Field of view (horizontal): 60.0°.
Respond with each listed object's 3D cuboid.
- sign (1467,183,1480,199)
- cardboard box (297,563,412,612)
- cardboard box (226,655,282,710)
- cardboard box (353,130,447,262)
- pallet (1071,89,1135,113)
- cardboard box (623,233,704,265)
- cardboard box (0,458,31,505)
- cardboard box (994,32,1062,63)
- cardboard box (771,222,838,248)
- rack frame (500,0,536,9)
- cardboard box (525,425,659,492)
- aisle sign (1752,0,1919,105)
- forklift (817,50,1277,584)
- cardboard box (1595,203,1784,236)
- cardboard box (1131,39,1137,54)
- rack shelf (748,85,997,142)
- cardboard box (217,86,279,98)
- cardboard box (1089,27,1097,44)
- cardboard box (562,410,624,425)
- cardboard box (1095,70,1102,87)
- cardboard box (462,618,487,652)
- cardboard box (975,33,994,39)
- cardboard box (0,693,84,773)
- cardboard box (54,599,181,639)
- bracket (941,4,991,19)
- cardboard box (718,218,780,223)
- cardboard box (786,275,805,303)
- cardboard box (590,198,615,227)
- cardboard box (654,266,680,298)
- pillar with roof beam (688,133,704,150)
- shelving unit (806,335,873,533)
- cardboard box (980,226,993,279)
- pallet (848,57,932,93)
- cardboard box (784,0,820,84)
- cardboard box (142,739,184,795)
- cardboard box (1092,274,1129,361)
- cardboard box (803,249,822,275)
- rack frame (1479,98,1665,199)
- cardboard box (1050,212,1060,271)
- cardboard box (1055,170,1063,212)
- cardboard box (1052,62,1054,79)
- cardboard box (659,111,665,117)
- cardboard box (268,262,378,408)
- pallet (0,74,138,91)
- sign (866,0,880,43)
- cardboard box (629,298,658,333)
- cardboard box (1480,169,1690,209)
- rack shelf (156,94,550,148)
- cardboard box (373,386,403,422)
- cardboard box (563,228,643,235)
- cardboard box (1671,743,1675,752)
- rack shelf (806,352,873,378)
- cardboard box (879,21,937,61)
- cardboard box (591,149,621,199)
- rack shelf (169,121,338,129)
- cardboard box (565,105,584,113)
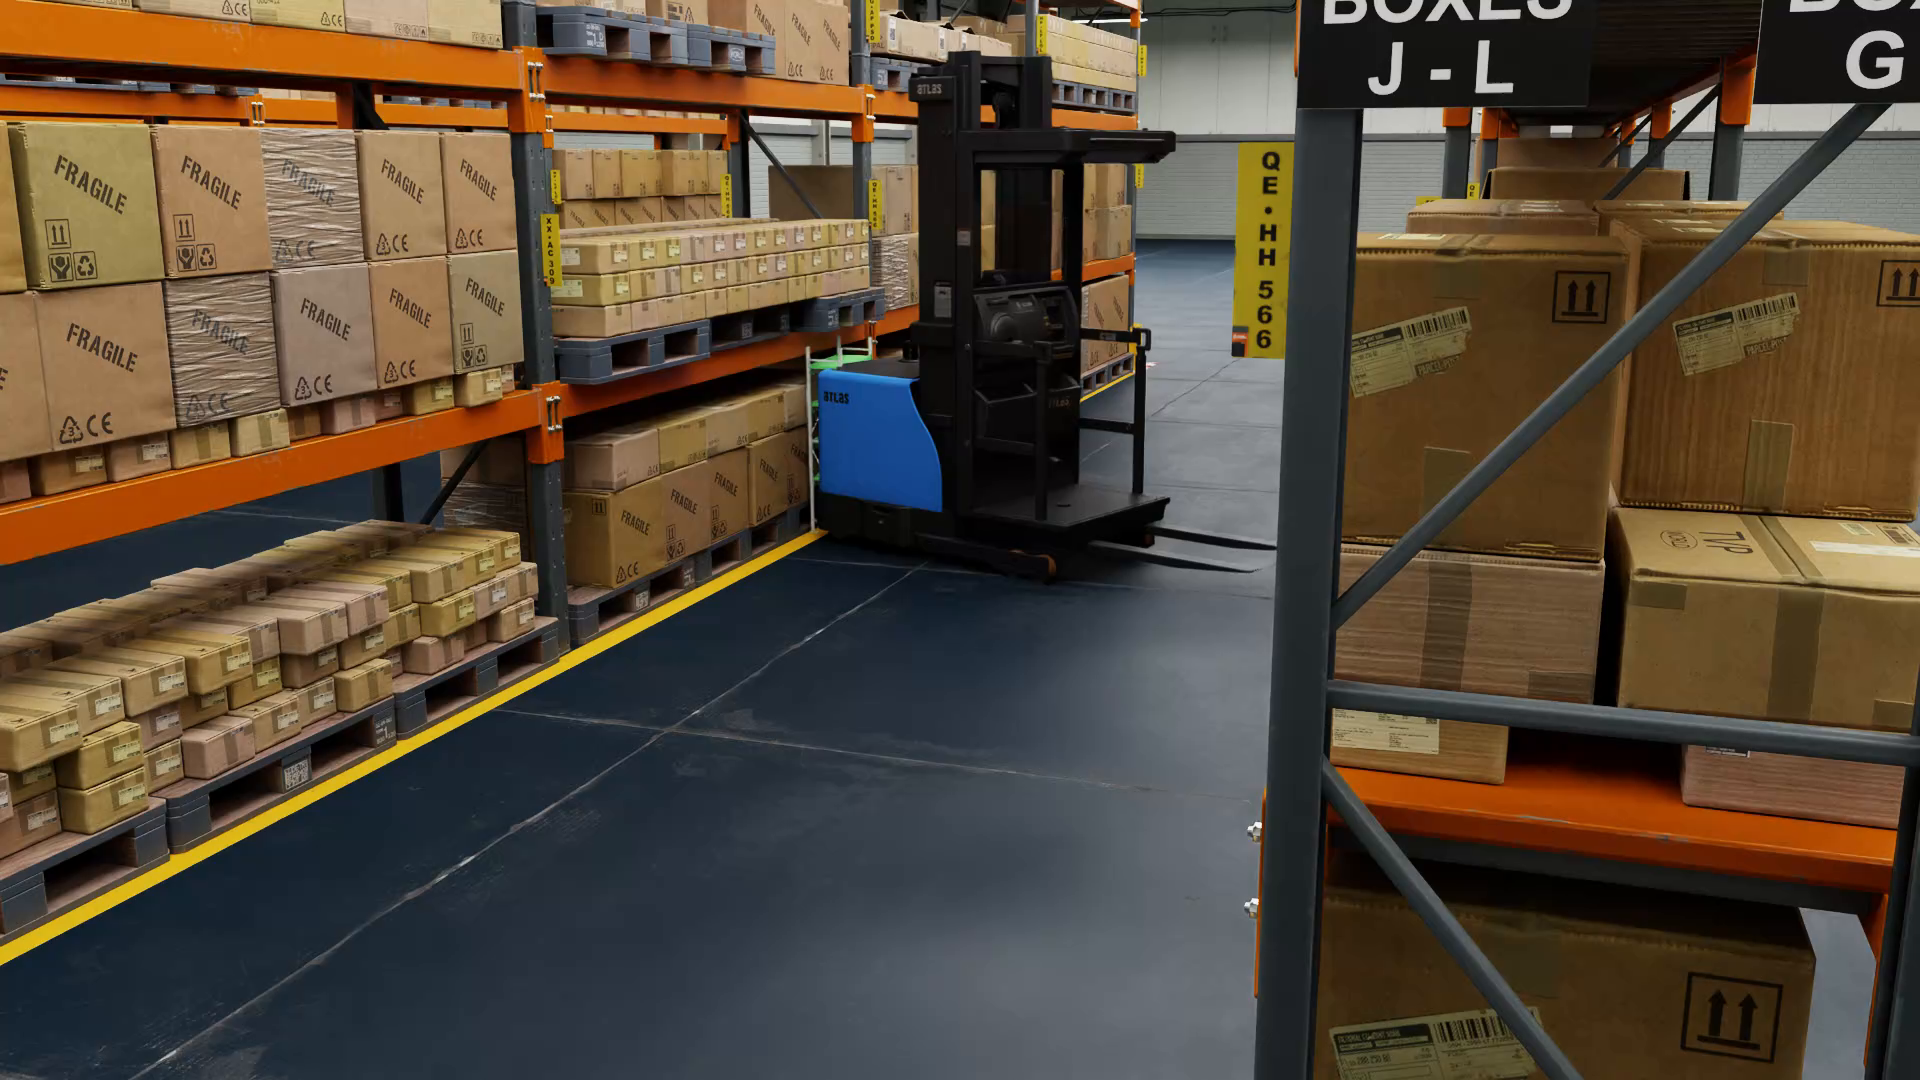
[{"bbox_3d":[3.052,-1.966,9.935,0.100,0.325,0.005,4,14,18],"label":"sign"},{"bbox_3d":[-2.532,0.208,6.960,0.380,0.149,0.250,5,14,20],"label":"cardboard box"},{"bbox_3d":[-2.804,0.515,6.286,0.380,0.149,0.250,5,14,21],"label":"cardboard box"},{"bbox_3d":[-2.445,-1.393,6.708,0.500,0.500,0.500,4,13,17],"label":"cardboard box"},{"bbox_3d":[1.266,-4.728,17.919,1.003,0.211,1.213,4,14,18],"label":"pallet"},{"bbox_3d":[-1.571,-1.526,8.719,0.380,0.149,0.250,4,14,18],"label":"cardboard box"},{"bbox_3d":[-3.131,-0.193,5.156,0.380,0.149,0.250,5,14,21],"label":"cardboard box"},{"bbox_3d":[0.625,-4.494,15.195,0.500,0.250,0.500,4,14,19],"label":"cardboard box"},{"bbox_3d":[-0.985,-1.909,10.397,0.380,0.149,0.250,5,14,20],"label":"cardboard box"},{"bbox_3d":[-2.387,-3.864,7.193,1.000,3.000,0.127,4,14,18],"label":"rack frame"},{"bbox_3d":[-1.897,-0.427,8.607,0.500,0.250,0.500,4,13,16],"label":"cardboard box"},{"bbox_3d":[1.240,-0.949,2.063,0.394,0.787,0.004,4,14,18],"label":"aisle sign"},{"bbox_3d":[0.562,-1.314,9.660,3.031,2.935,1.130,10,16,38],"label":"forklift"},{"bbox_3d":[2.212,-0.777,5.134,0.500,0.500,0.500,4,14,19],"label":"cardboard box"},{"bbox_3d":[1.708,-5.352,18.061,0.380,0.149,0.250,4,14,19],"label":"cardboard box"},{"bbox_3d":[-0.445,-3.314,13.142,1.077,0.370,4.000,4,14,18],"label":"rack shelf"},{"bbox_3d":[-5.546,-3.510,12.950,0.380,0.149,0.250,4,14,18],"label":"cardboard box"},{"bbox_3d":[1.133,-4.978,16.420,0.380,0.149,0.250,4,14,18],"label":"cardboard box"},{"bbox_3d":[-2.206,-0.573,9.246,0.500,0.250,0.500,5,14,21],"label":"cardboard box"},{"bbox_3d":[1.215,-4.644,16.747,0.380,0.149,0.250,5,14,19],"label":"cardboard box"},{"bbox_3d":[-2.354,0.402,7.449,0.380,0.149,0.250,5,14,20],"label":"cardboard box"},{"bbox_3d":[0.118,-4.533,15.368,0.500,0.250,0.500,4,14,18],"label":"cardboard box"},{"bbox_3d":[-3.012,0.602,5.236,0.380,0.149,0.250,4,14,18],"label":"cardboard box"},{"bbox_3d":[-3.224,0.341,6.379,0.380,0.149,0.250,4,14,19],"label":"cardboard box"},{"bbox_3d":[0.078,-14.416,45.338,0.076,0.066,4.783,4,14,18],"label":"bracket"},{"bbox_3d":[-1.427,-2.069,11.097,0.380,0.149,0.250,4,14,18],"label":"cardboard box"},{"bbox_3d":[-1.152,-1.511,9.989,0.380,0.149,0.250,4,13,16],"label":"cardboard box"},{"bbox_3d":[-3.968,-3.332,17.453,0.500,0.500,0.500,4,14,18],"label":"cardboard box"},{"bbox_3d":[-1.659,-1.325,8.505,0.380,0.149,0.250,5,14,20],"label":"cardboard box"},{"bbox_3d":[-1.040,-9.217,30.648,9.100,9.000,0.400,4,14,18],"label":"pillar with roof beam"},{"bbox_3d":[-0.762,-0.680,10.710,0.258,1.200,0.503,5,16,19],"label":"shelving unit"},{"bbox_3d":[-0.041,-2.330,13.732,0.500,0.500,0.500,5,14,19],"label":"cardboard box"},{"bbox_3d":[-0.934,-3.291,11.849,1.213,0.211,1.003,5,14,21],"label":"pallet"},{"bbox_3d":[-1.186,-3.048,10.134,0.500,0.500,0.500,4,14,18],"label":"cardboard box"},{"bbox_3d":[-2.949,0.781,5.789,0.380,0.149,0.250,4,14,19],"label":"cardboard box"},{"bbox_3d":[1.339,-2.487,18.474,0.875,0.875,0.875,4,14,19],"label":"cardboard box"},{"bbox_3d":[-1.070,-1.707,10.179,0.380,0.149,0.250,4,14,19],"label":"cardboard box"},{"bbox_3d":[3.568,-1.403,9.893,1.000,3.000,0.127,4,14,18],"label":"rack frame"},{"bbox_3d":[0.466,-2.892,16.083,0.875,0.550,0.550,4,14,18],"label":"cardboard box"},{"bbox_3d":[0.727,-3.526,16.432,0.875,0.550,0.550,4,14,18],"label":"cardboard box"},{"bbox_3d":[0.641,-4.269,15.106,0.380,0.149,0.250,4,13,17],"label":"cardboard box"},{"bbox_3d":[-3.512,-4.778,18.503,0.380,0.149,0.250,4,13,17],"label":"cardboard box"},{"bbox_3d":[-2.607,-0.797,6.344,0.500,0.500,0.500,4,14,18],"label":"cardboard box"},{"bbox_3d":[-6.326,-3.112,11.063,1.003,0.211,1.213,5,14,21],"label":"pallet"},{"bbox_3d":[-0.580,-3.456,10.987,0.100,0.325,0.005,4,14,18],"label":"sign"},{"bbox_3d":[-1.740,-1.130,8.318,0.380,0.149,0.250,5,14,19],"label":"cardboard box"},{"bbox_3d":[2.473,-1.233,6.672,0.797,0.503,0.637,4,13,17],"label":"cardboard box"},{"bbox_3d":[-5.162,-3.649,14.610,1.077,0.370,4.000,4,14,18],"label":"rack shelf"},{"bbox_3d":[-2.529,-0.576,6.836,0.380,0.149,0.250,4,13,17],"label":"cardboard box"},{"bbox_3d":[-2.019,-1.684,9.410,0.380,0.149,0.250,4,13,16],"label":"cardboard box"},{"bbox_3d":[1.488,0.299,3.002,0.380,0.149,0.250,4,13,18],"label":"cardboard box"},{"bbox_3d":[-0.765,-1.081,10.598,0.258,0.148,0.480,5,16,19],"label":"rack shelf"},{"bbox_3d":[-0.488,-3.666,12.236,0.500,0.250,0.500,5,14,20],"label":"cardboard box"},{"bbox_3d":[-3.981,-3.823,17.355,0.700,0.500,0.500,4,14,19],"label":"cardboard box"},{"bbox_3d":[-8.565,-4.848,19.863,1.077,0.370,4.000,4,14,18],"label":"rack shelf"},{"bbox_3d":[-4.042,-4.397,16.837,0.380,0.149,0.250,4,14,18],"label":"cardboard box"}]
